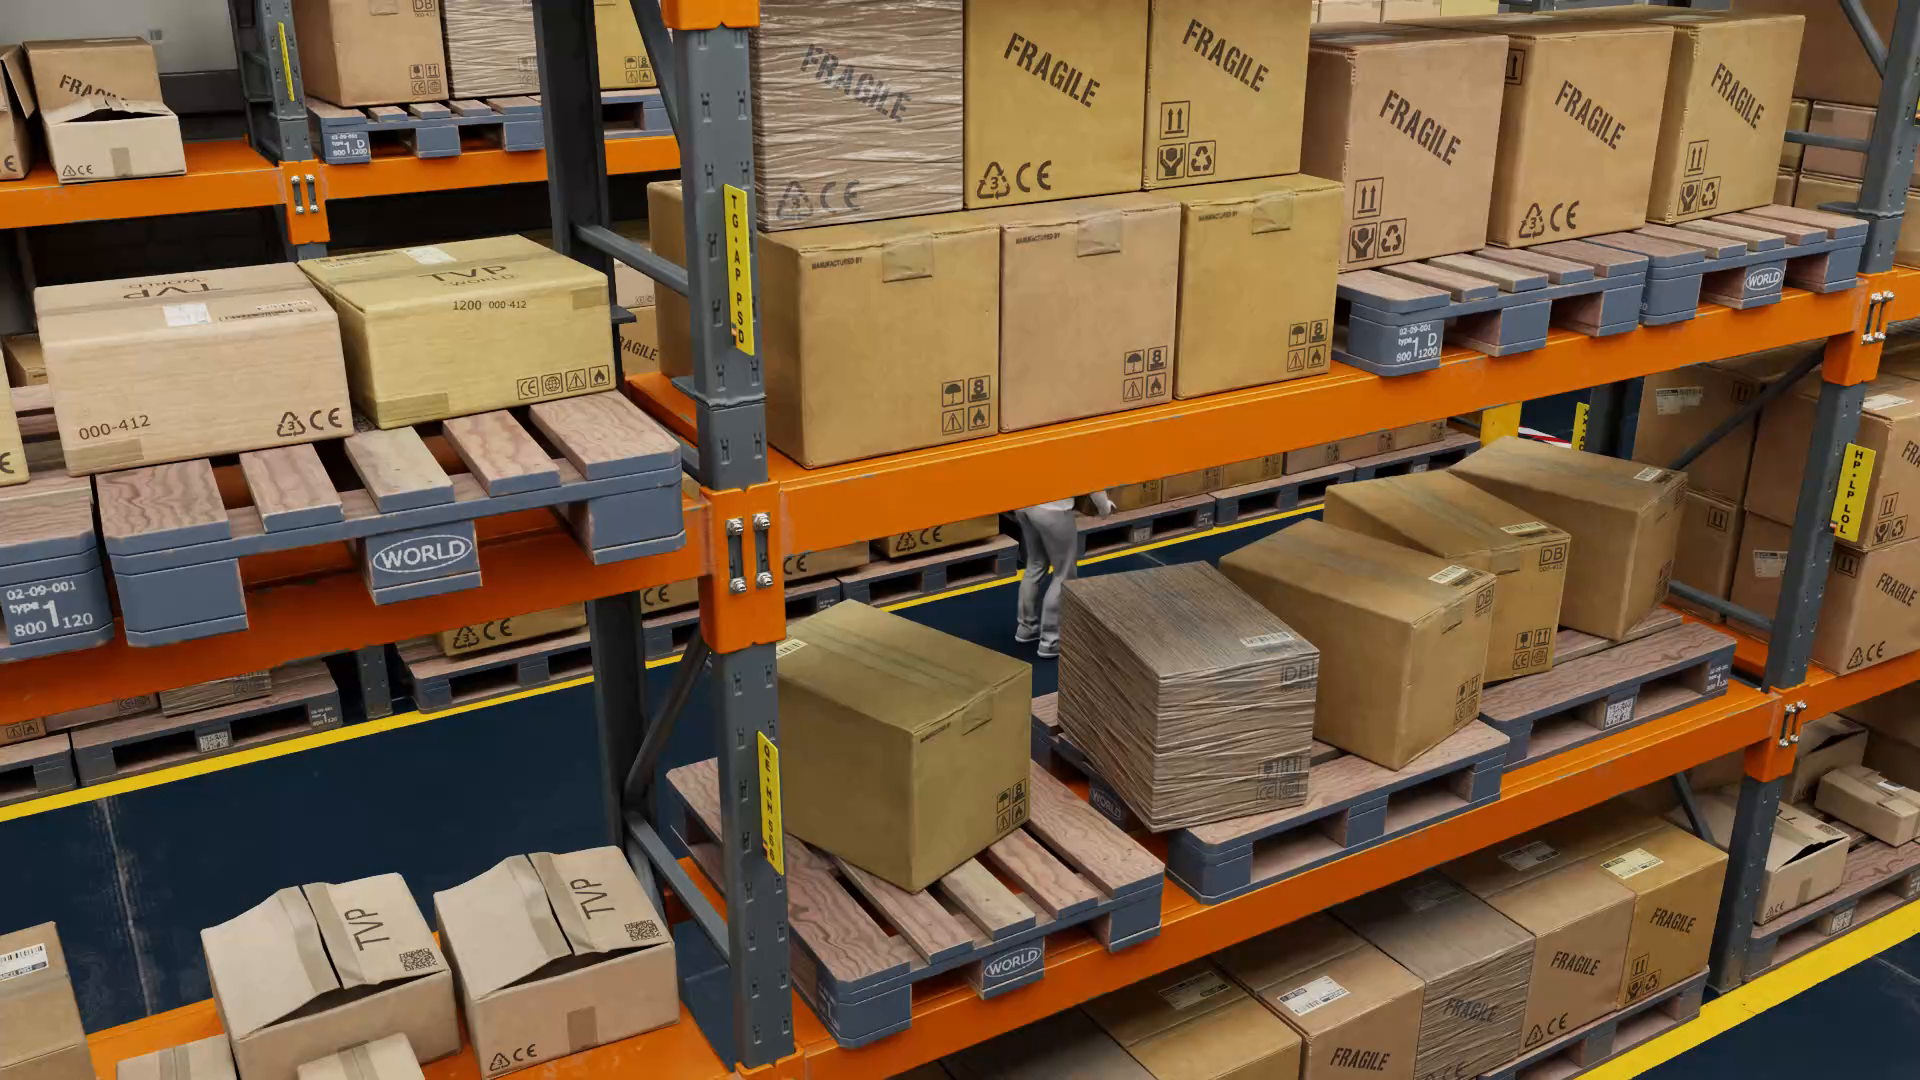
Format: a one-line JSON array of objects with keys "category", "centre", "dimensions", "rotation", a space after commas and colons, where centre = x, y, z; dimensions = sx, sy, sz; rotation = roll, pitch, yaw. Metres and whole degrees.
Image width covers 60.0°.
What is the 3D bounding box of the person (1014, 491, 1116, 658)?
[{"category": "person", "centre": [0.548, -0.192, 9.079], "dimensions": [0.544, 1.663, 0.417], "rotation": [-13, 25, -30]}]
